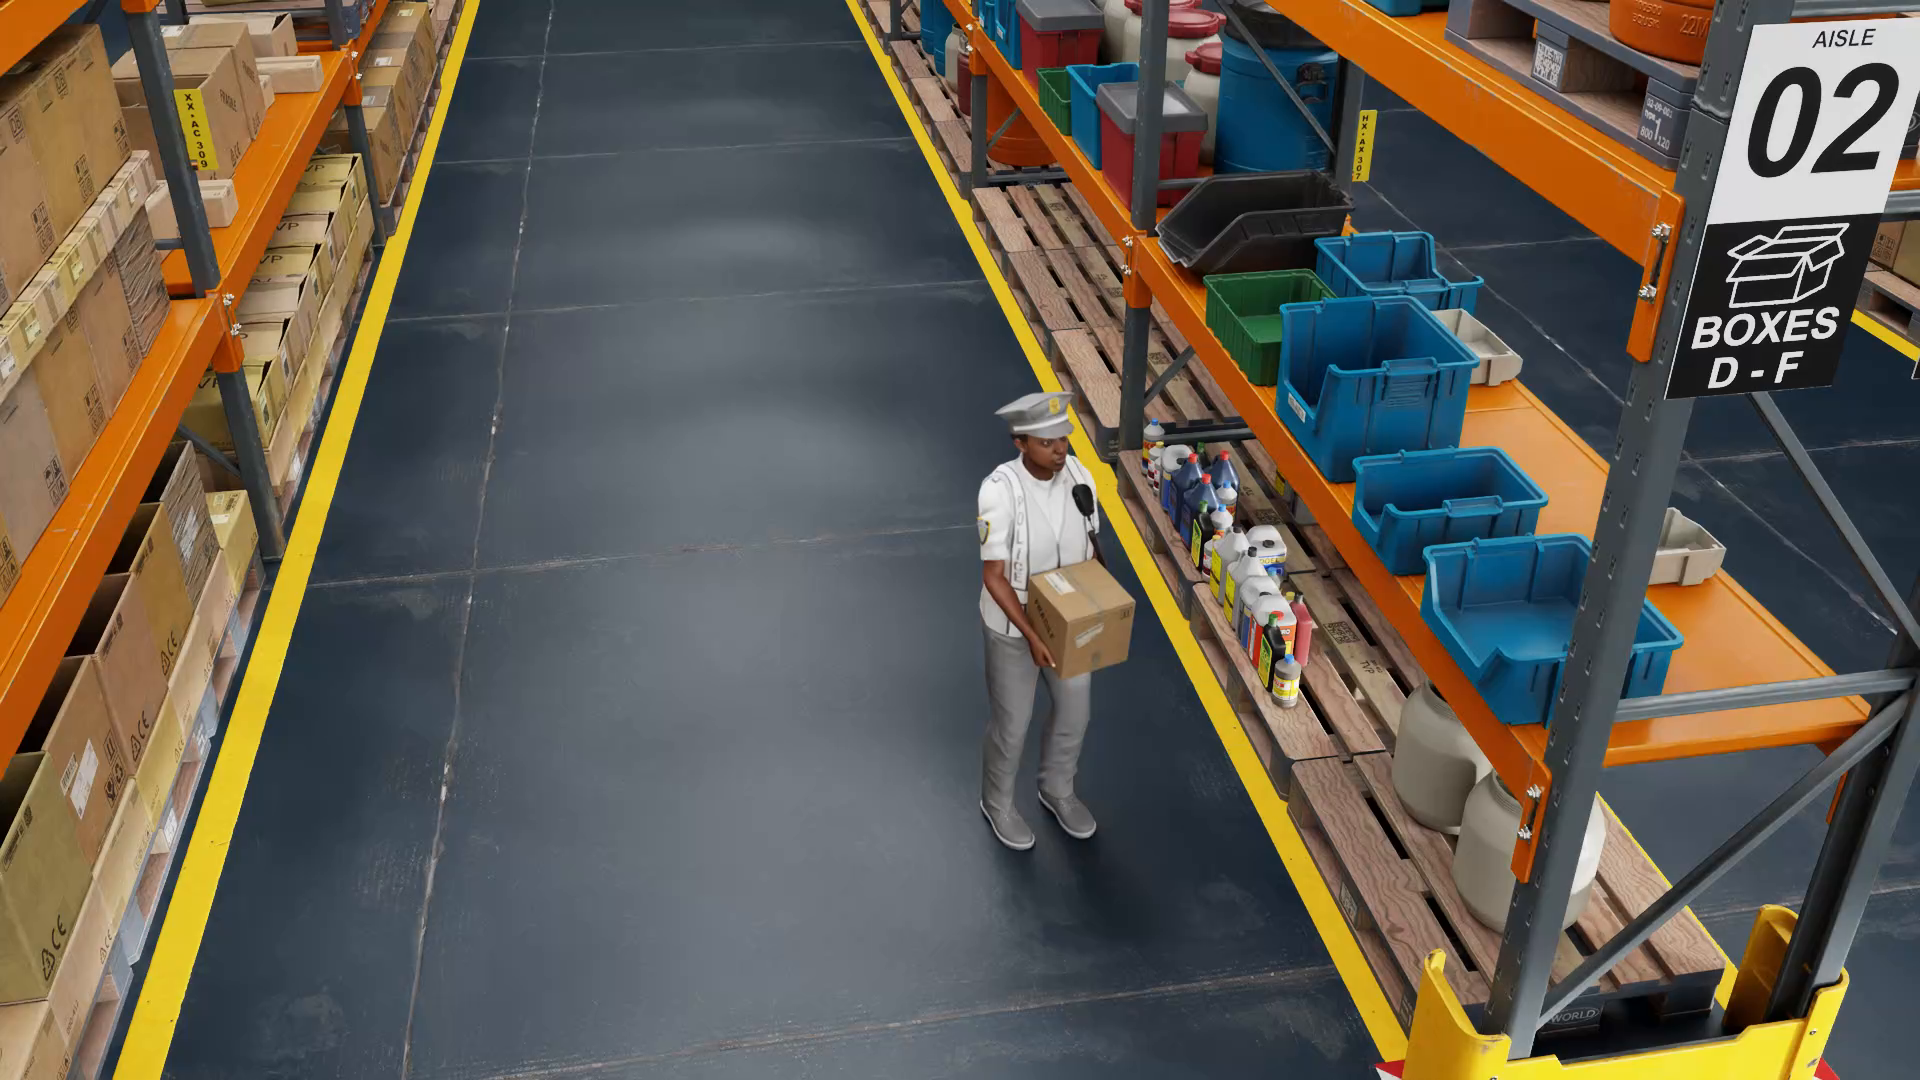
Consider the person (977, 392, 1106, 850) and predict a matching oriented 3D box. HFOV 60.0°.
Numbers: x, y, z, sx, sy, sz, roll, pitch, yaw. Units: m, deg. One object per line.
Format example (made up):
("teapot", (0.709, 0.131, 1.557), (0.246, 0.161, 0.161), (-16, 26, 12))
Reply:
("person", (0.297, 0.303, 5.602), (0.451, 1.687, 0.537), (-15, 34, -23))
